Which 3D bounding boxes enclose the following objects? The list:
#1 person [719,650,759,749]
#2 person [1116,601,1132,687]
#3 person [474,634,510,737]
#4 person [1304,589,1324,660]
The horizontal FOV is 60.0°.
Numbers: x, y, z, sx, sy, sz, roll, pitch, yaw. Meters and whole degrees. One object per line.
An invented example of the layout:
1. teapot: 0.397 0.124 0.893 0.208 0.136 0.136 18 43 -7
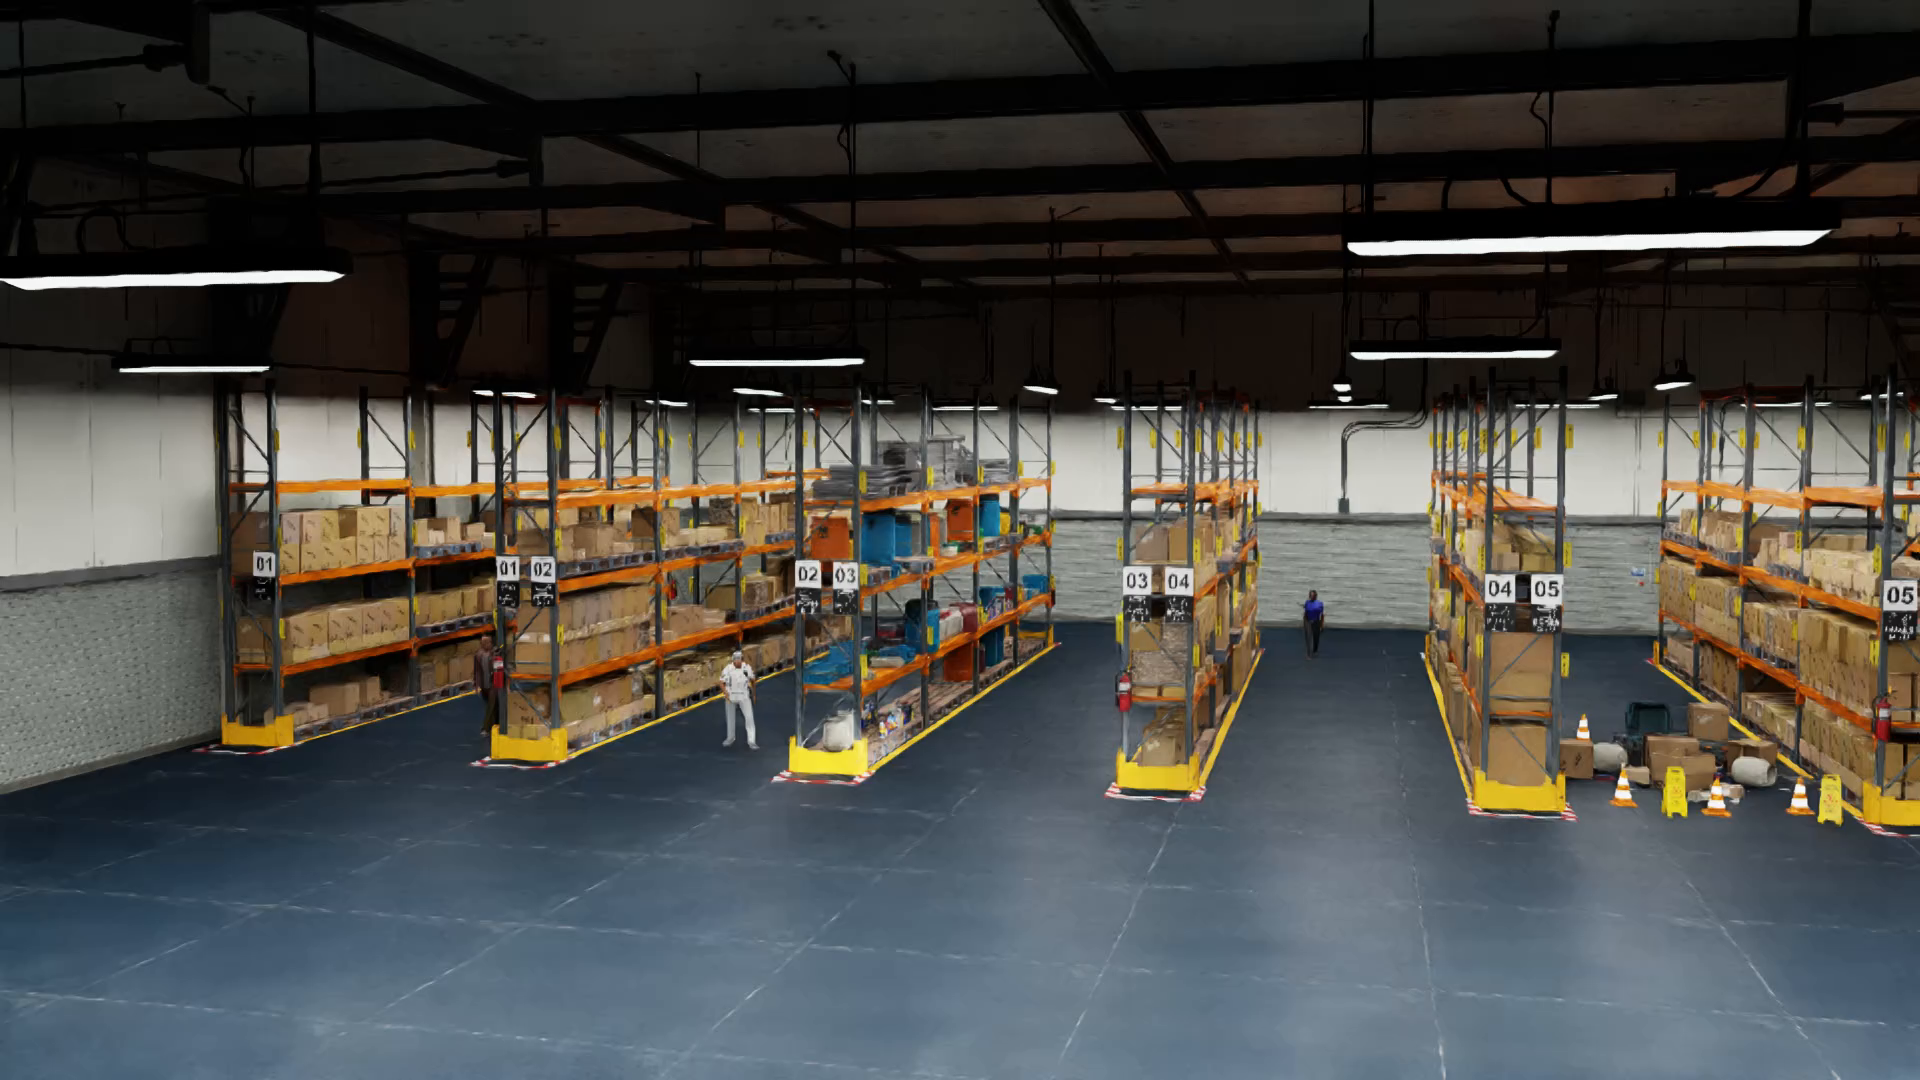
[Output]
1. person: -3.583 2.572 27.088 0.656 1.597 0.818 0 3 -3
2. person: 3.400 2.084 33.625 0.447 1.771 0.632 -1 4 -18
3. person: -7.980 2.439 28.160 0.599 1.696 1.174 1 4 16
4. person: 8.092 1.924 38.008 0.461 1.583 0.999 1 4 12
